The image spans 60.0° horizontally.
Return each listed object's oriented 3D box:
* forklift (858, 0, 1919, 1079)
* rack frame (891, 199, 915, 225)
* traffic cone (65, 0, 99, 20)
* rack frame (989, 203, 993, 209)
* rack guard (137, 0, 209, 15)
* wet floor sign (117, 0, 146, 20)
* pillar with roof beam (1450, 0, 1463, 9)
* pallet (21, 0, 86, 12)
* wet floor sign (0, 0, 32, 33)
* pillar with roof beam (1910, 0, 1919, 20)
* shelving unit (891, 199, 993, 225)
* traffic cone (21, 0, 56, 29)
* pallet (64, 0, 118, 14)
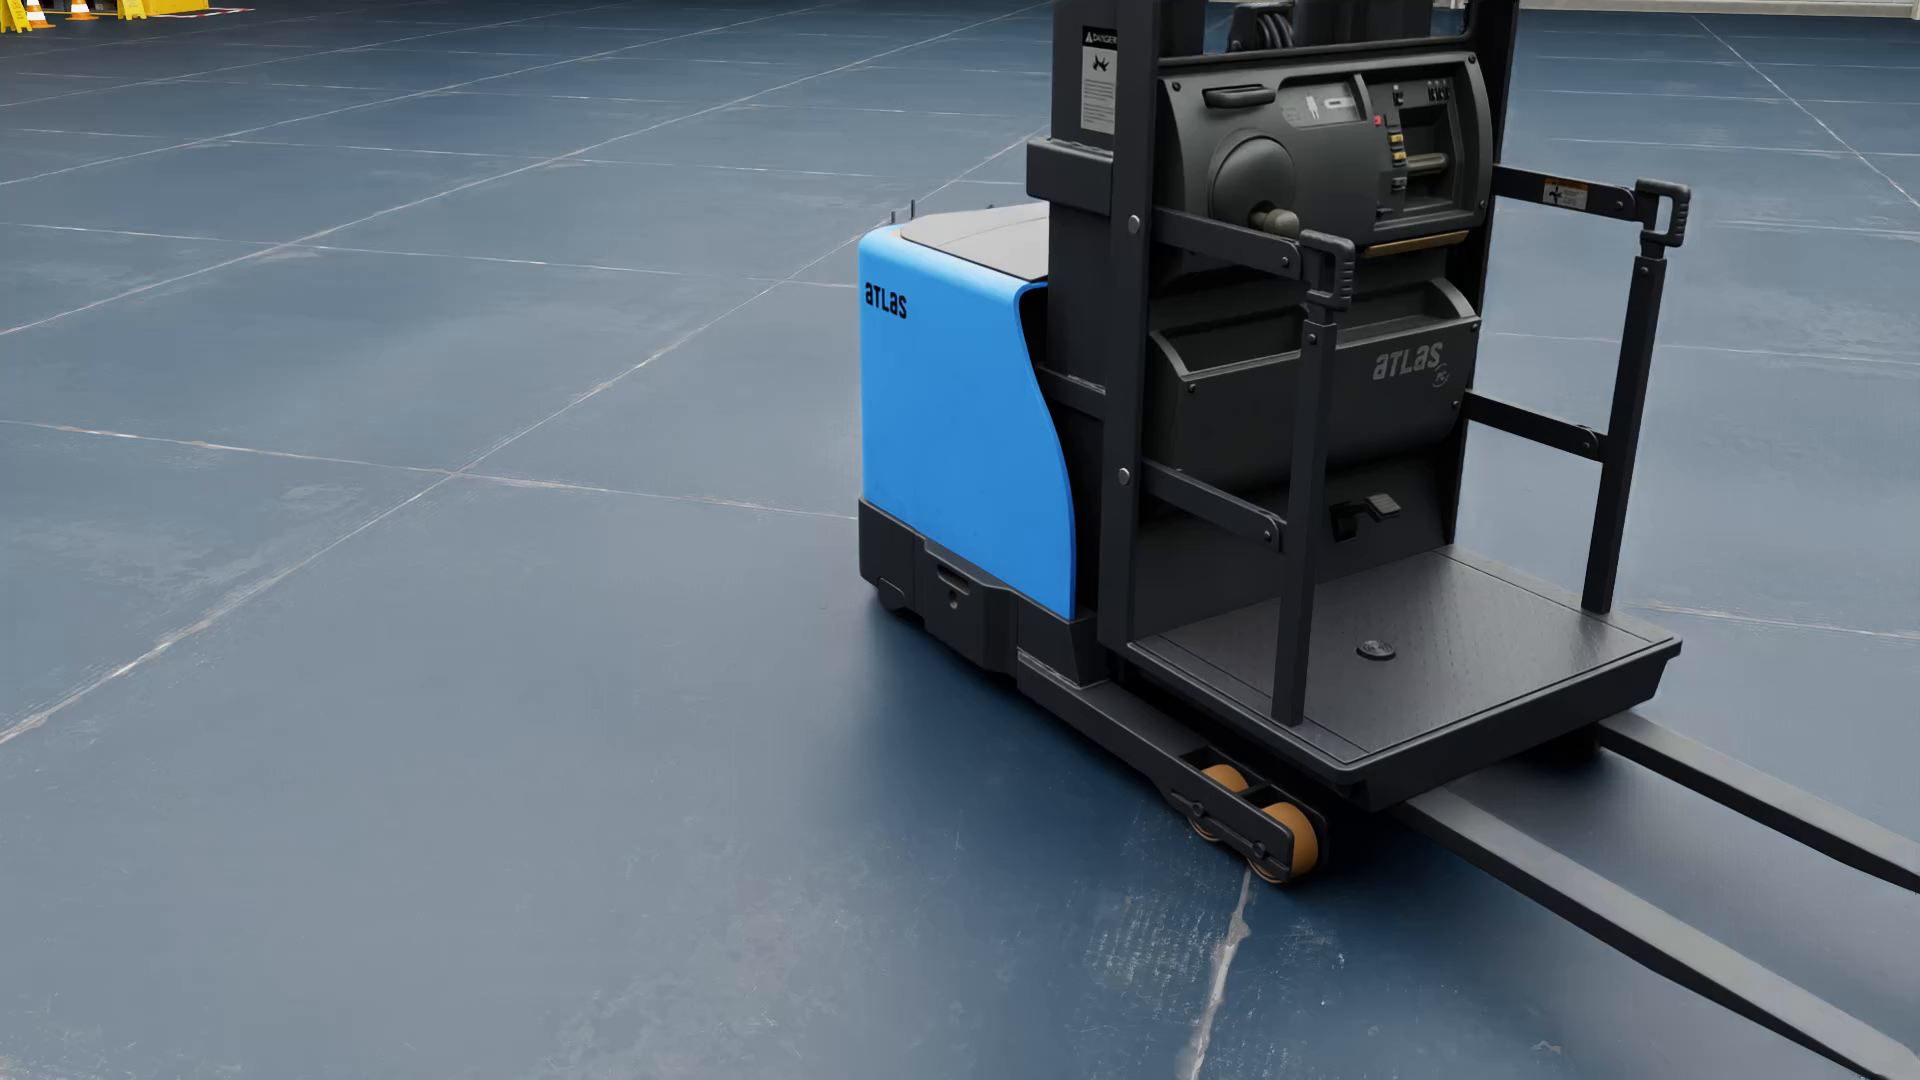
[{"bbox_3d":[0.937,-0.838,3.451,1.130,2.935,3.031,-14,26,-31],"label":"forklift"},{"bbox_3d":[-0.168,-0.505,5.118,0.008,1.050,0.200,7,23,15],"label":"rack frame"},{"bbox_3d":[-11.783,-7.208,22.233,0.334,0.463,0.336,7,23,16],"label":"traffic cone"},{"bbox_3d":[0.066,-0.478,5.052,0.008,1.050,0.200,7,23,15],"label":"rack frame"},{"bbox_3d":[-11.071,-7.655,23.274,0.348,0.500,1.175,7,23,16],"label":"rack guard"},{"bbox_3d":[-11.126,-7.304,22.227,0.232,0.644,0.267,16,27,34],"label":"wet floor sign"},{"bbox_3d":[6.015,-10.249,18.399,0.400,9.000,9.100,7,23,16],"label":"pillar with roof beam"},{"bbox_3d":[-13.003,-7.758,23.905,1.213,0.211,1.003,7,23,16],"label":"pallet"},{"bbox_3d":[-11.732,-6.621,20.560,0.232,0.644,0.267,3,22,6],"label":"wet floor sign"},{"bbox_3d":[11.759,-9.591,16.795,0.400,9.000,9.100,7,23,16],"label":"pillar with roof beam"},{"bbox_3d":[-0.051,-0.492,5.085,0.252,1.050,0.215,7,23,15],"label":"shelving unit"},{"bbox_3d":[-11.778,-6.767,21.159,0.334,0.463,0.336,7,23,16],"label":"traffic cone"},{"bbox_3d":[-11.839,-7.623,23.577,1.213,0.211,1.003,7,23,16],"label":"pallet"}]
